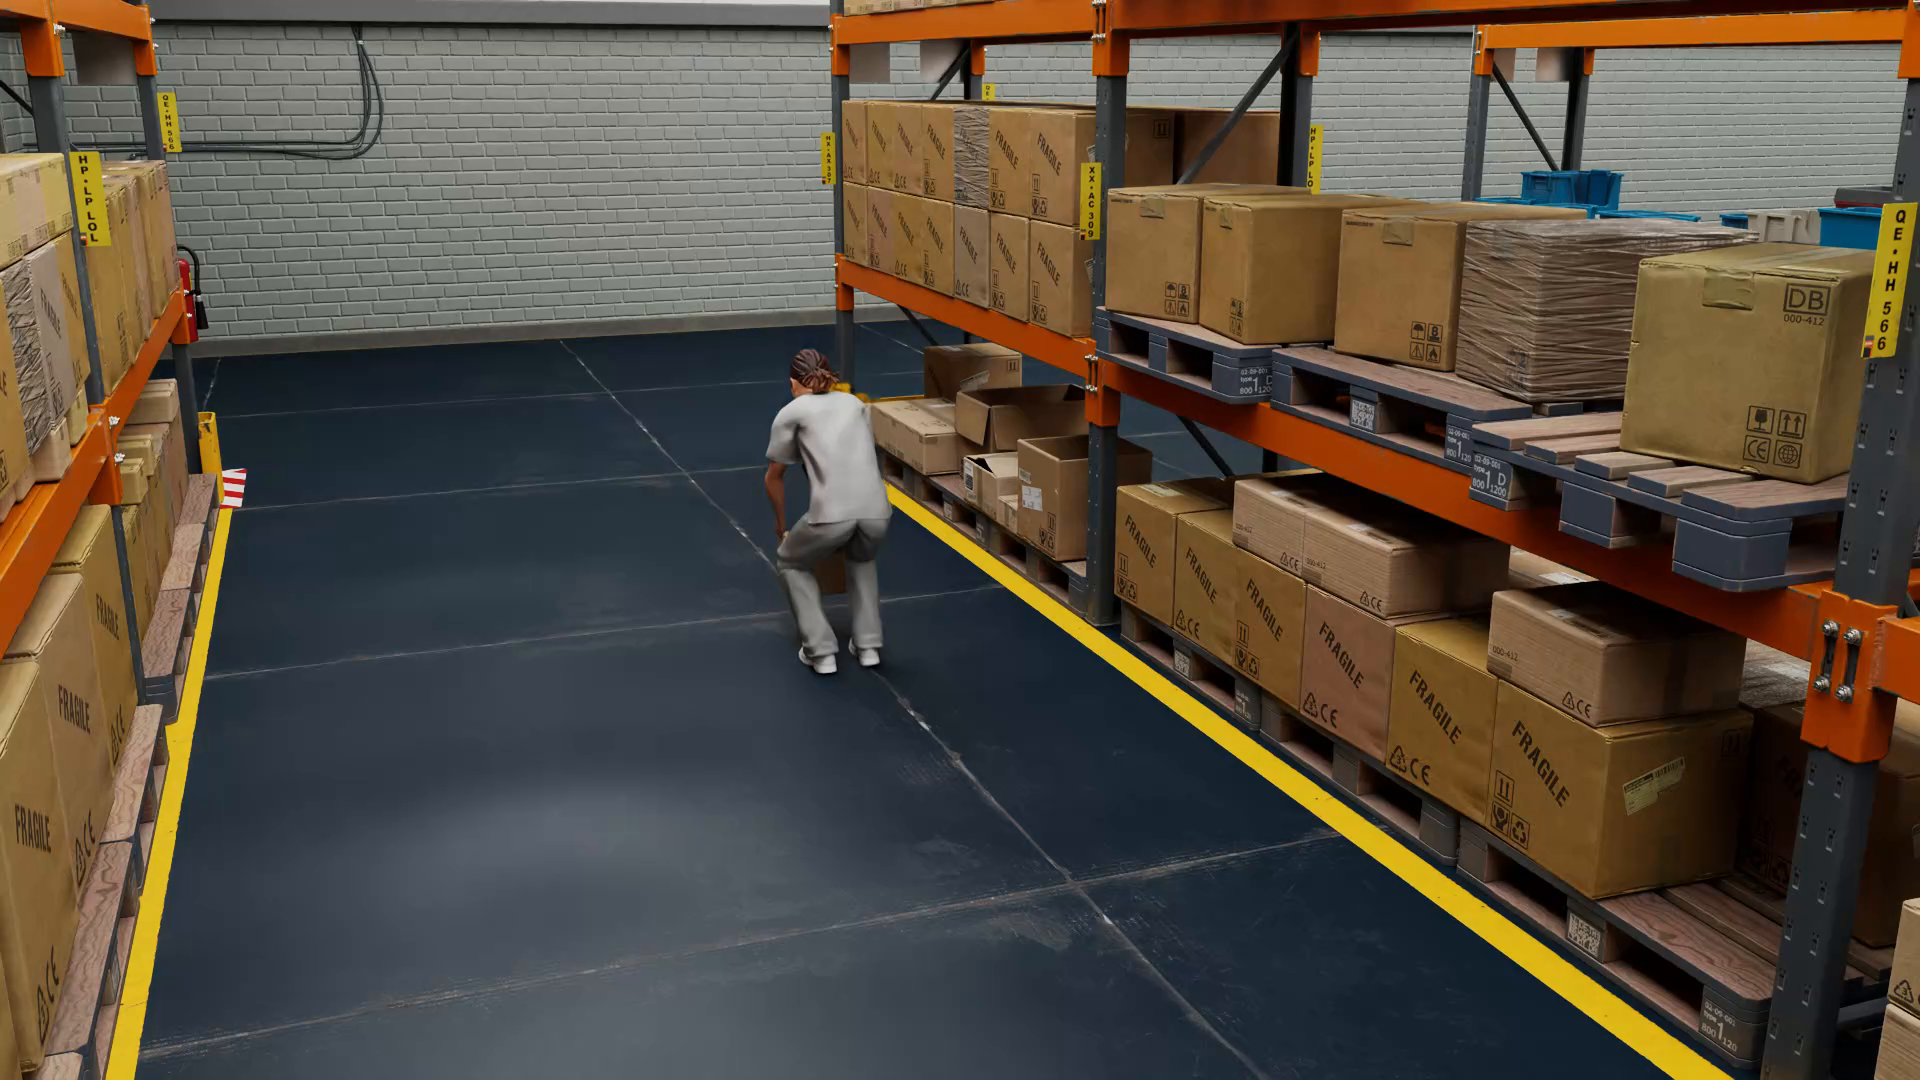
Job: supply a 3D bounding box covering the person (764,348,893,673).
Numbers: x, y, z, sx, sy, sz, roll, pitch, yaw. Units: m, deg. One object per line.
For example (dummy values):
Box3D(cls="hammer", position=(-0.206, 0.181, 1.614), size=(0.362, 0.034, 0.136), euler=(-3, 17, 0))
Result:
Box3D(cls="person", position=(-0.565, -0.118, 7.089), size=(0.491, 1.335, 0.665), euler=(-6, 17, -20))
